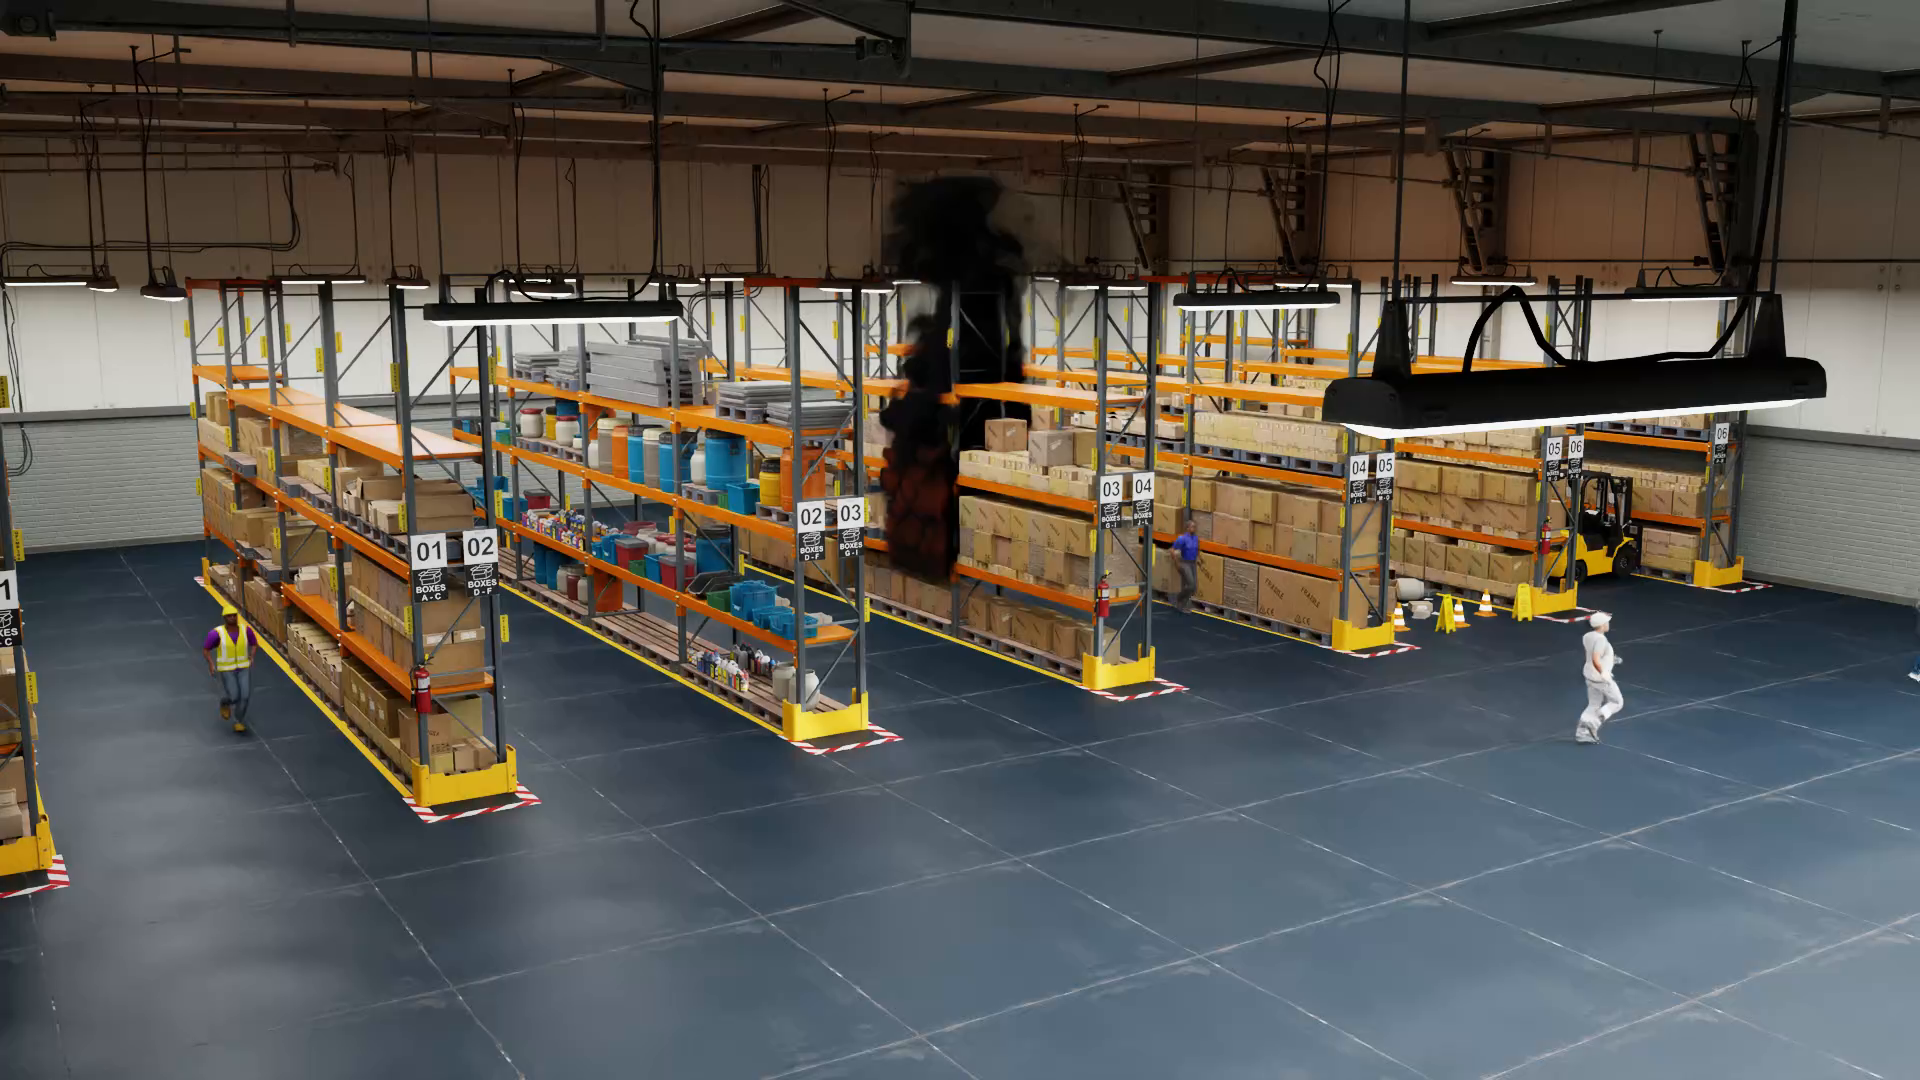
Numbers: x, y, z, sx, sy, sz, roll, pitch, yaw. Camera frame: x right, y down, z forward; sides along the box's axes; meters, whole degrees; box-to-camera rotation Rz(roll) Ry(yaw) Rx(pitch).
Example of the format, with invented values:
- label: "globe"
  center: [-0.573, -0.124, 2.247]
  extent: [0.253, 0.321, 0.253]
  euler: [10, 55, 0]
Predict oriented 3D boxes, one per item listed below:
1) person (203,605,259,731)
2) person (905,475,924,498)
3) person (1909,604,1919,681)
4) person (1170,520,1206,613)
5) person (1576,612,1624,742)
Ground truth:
- label: "person"
  center: [-9.845, 1.732, 22.556]
  extent: [0.701, 1.716, 0.587]
  euler: [-8, 12, -38]
- label: "person"
  center: [-0.904, -0.606, 36.335]
  extent: [0.661, 1.795, 0.784]
  euler: [-5, 11, -27]
- label: "person"
  center: [14.676, 1.390, 24.940]
  extent: [0.702, 1.641, 0.505]
  euler: [3, 10, 20]
- label: "person"
  center: [3.957, 0.473, 28.636]
  extent: [0.546, 1.614, 0.579]
  euler: [-7, 12, -37]
- label: "person"
  center: [8.459, 1.812, 21.901]
  extent: [0.615, 1.743, 0.643]
  euler: [-1, 10, -8]
